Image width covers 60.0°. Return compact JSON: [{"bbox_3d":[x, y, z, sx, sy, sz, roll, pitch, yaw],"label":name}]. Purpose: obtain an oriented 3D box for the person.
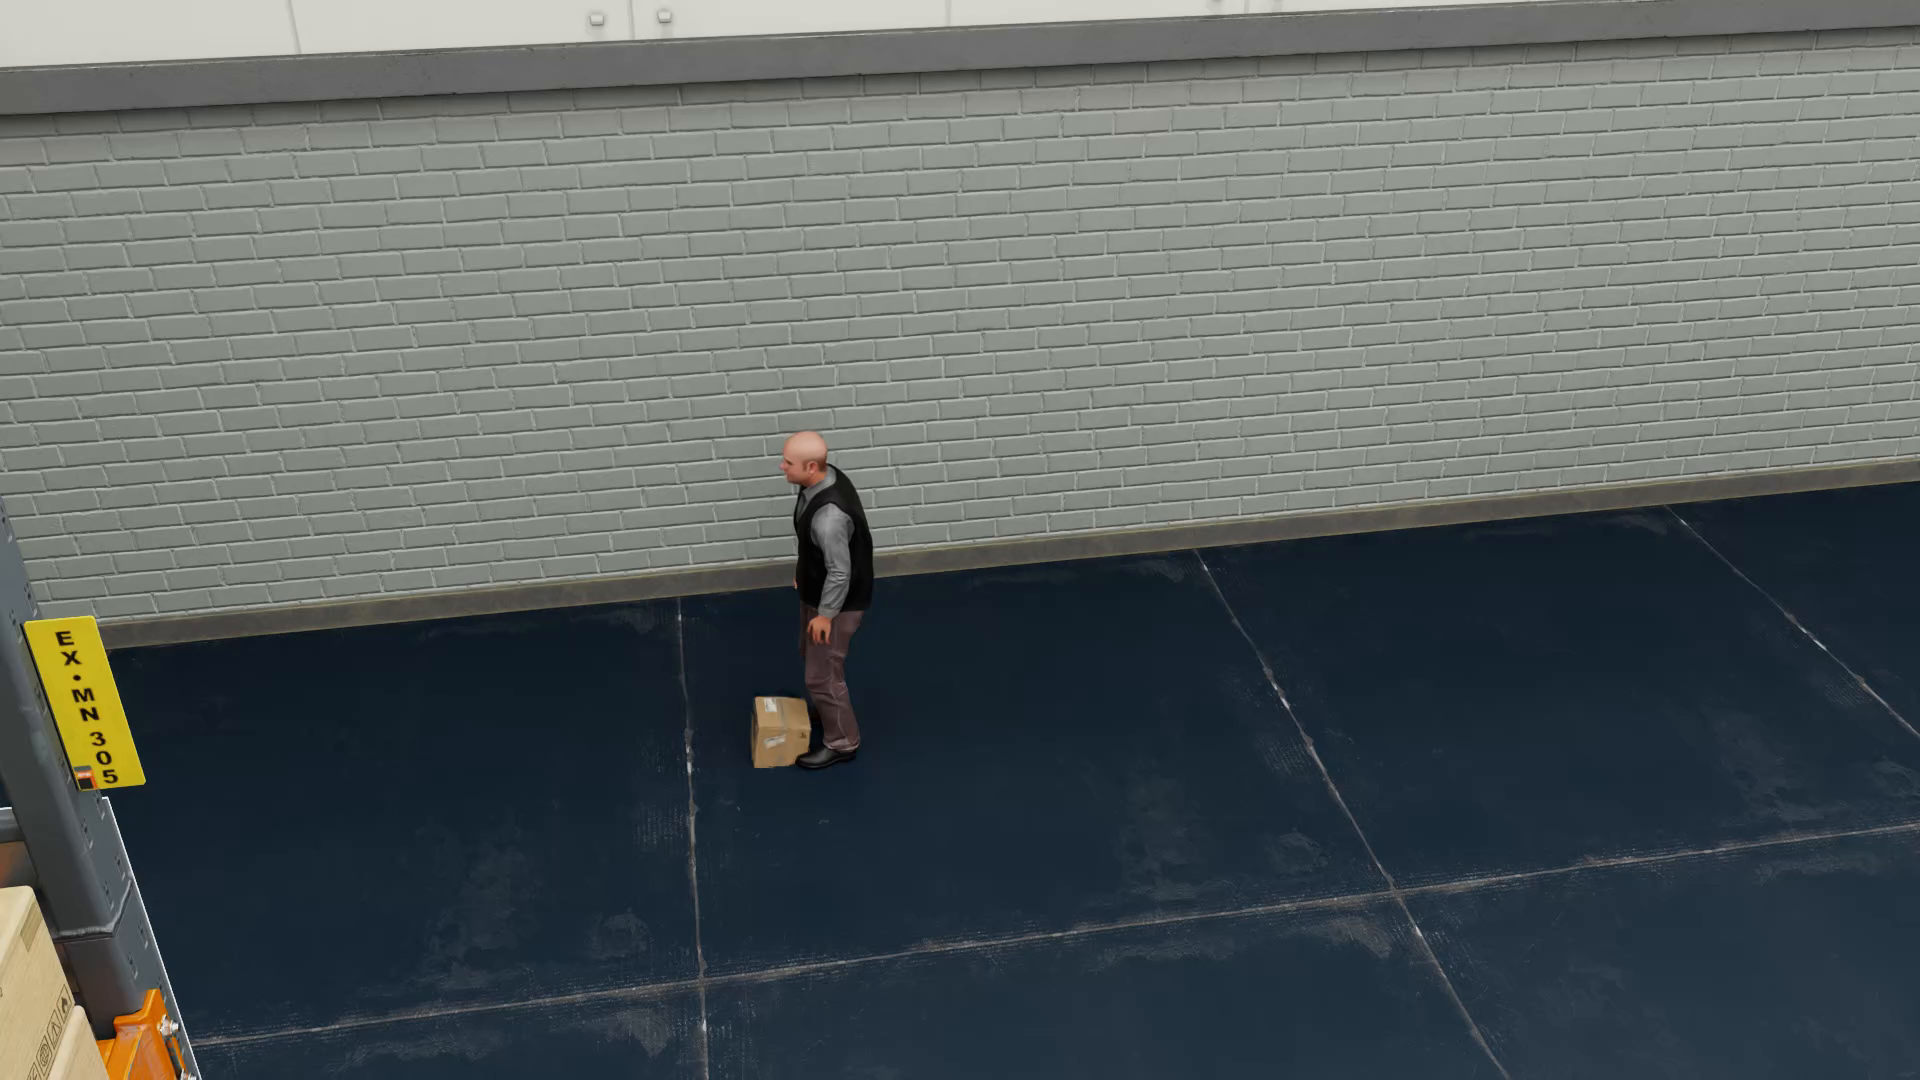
[{"bbox_3d":[-0.610,0.258,7.723,0.421,1.721,0.570,-6,31,-10],"label":"person"}]
